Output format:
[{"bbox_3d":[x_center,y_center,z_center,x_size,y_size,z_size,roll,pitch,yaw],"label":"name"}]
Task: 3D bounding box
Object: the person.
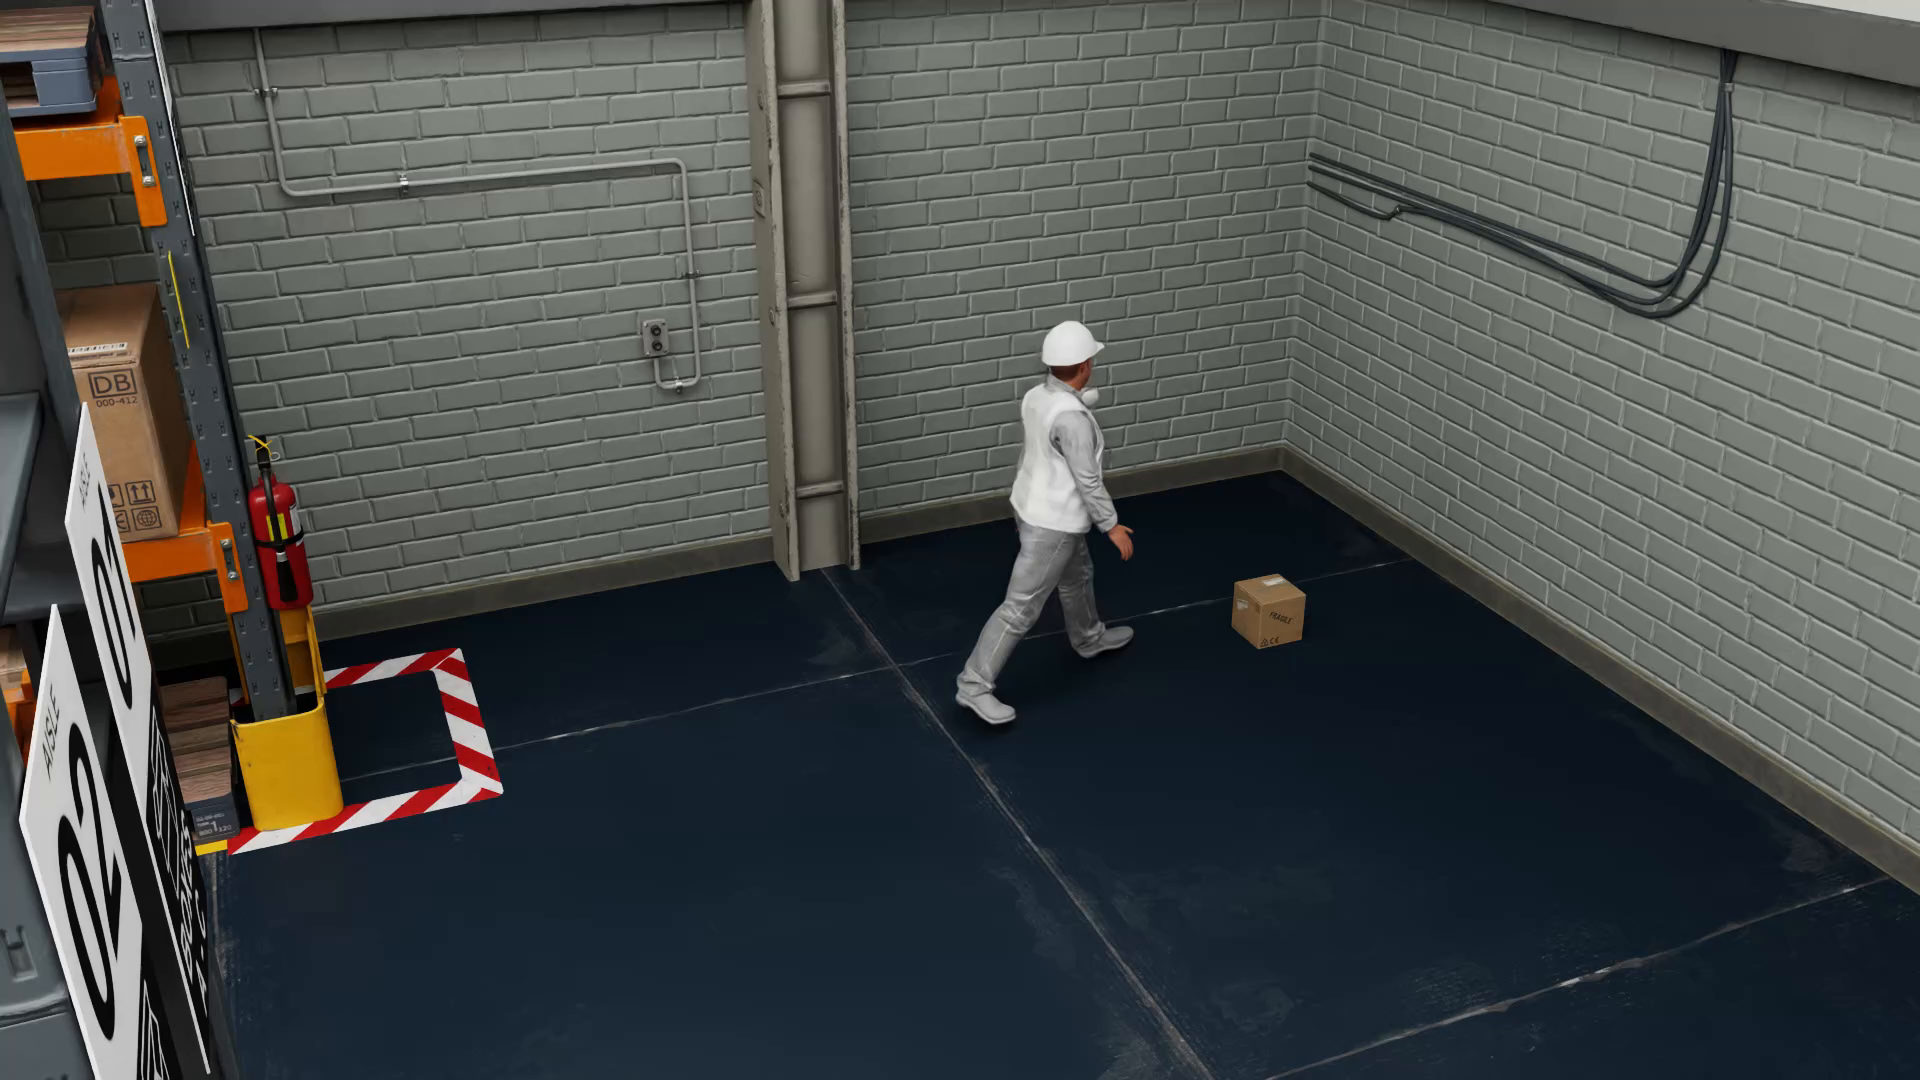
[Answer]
[{"bbox_3d":[0.422,-0.097,7.317,0.980,1.731,0.714,-5,26,-11],"label":"person"}]
